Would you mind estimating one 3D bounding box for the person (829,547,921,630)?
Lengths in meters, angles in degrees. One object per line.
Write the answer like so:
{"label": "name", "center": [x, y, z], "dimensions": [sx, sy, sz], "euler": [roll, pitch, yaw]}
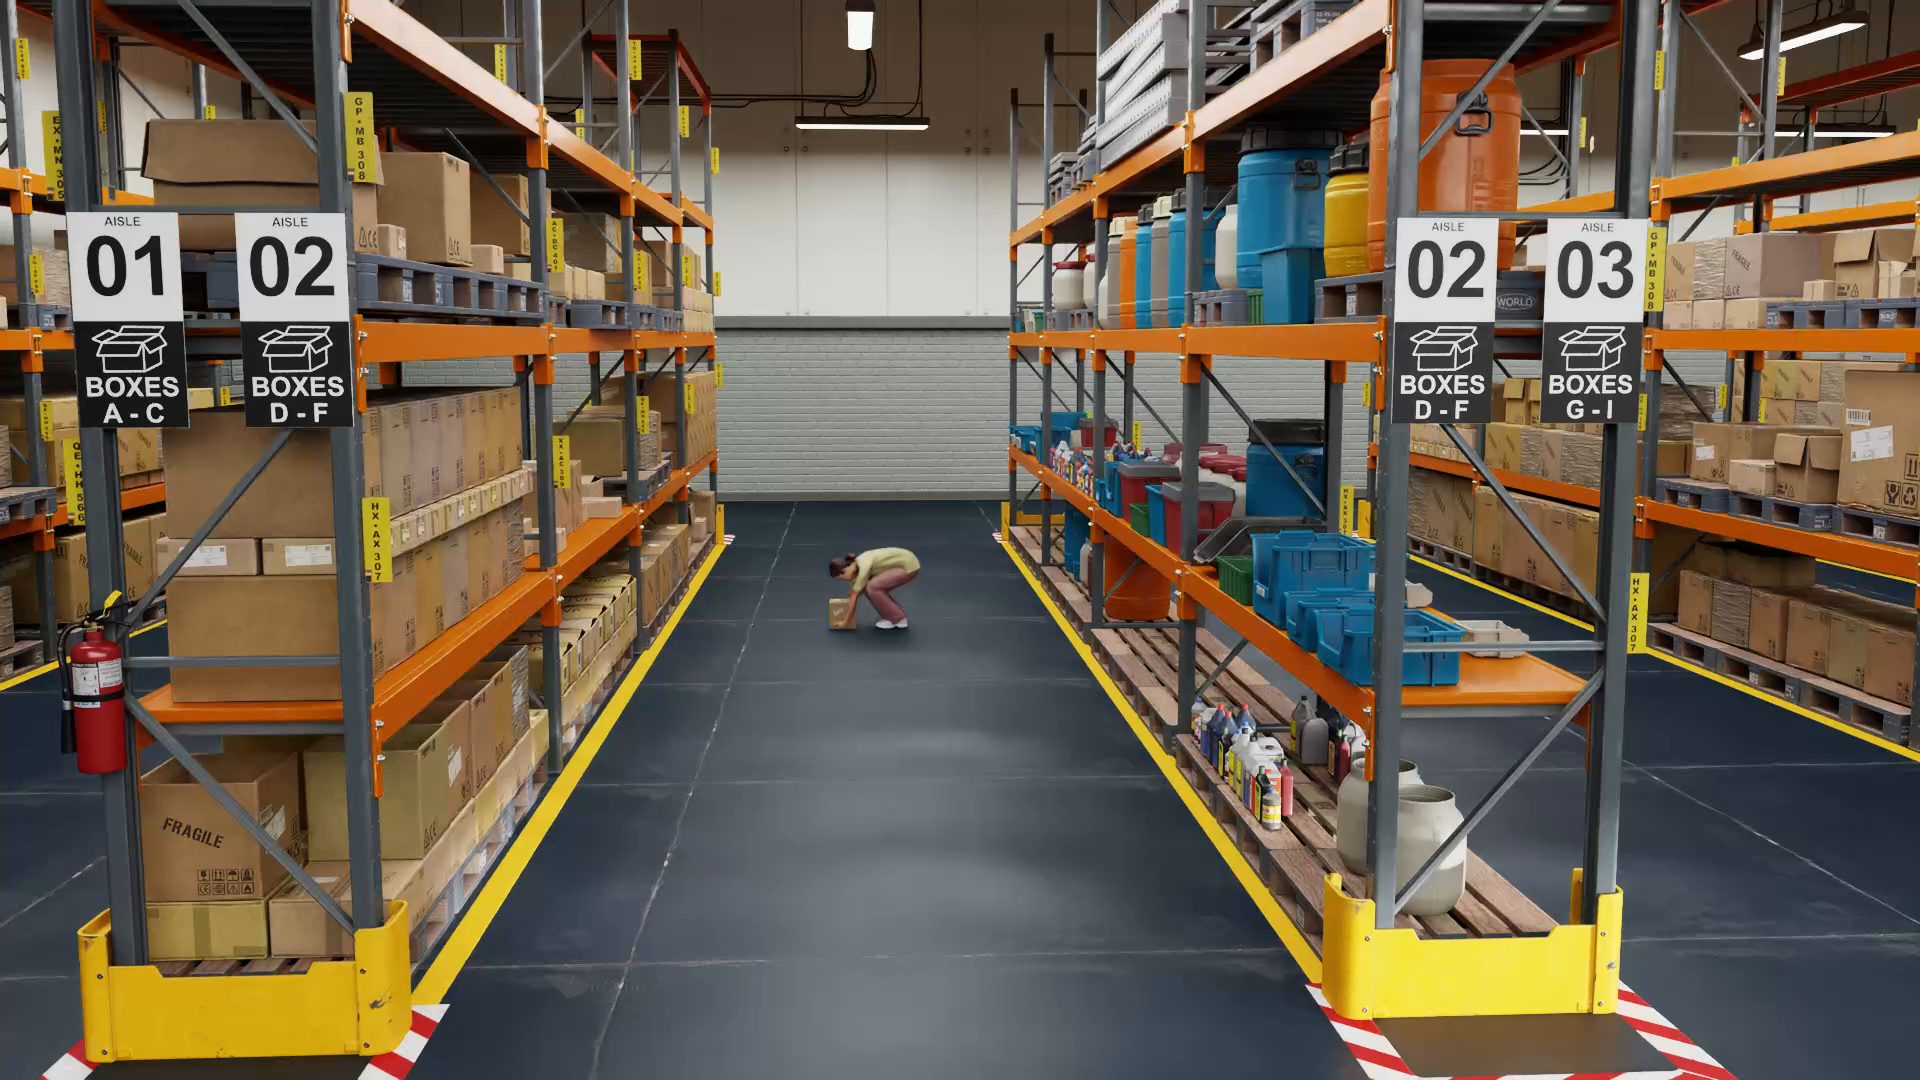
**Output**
{"label": "person", "center": [-0.810, 0.501, 15.856], "dimensions": [0.866, 0.697, 0.465], "euler": [-1, 7, -5]}
